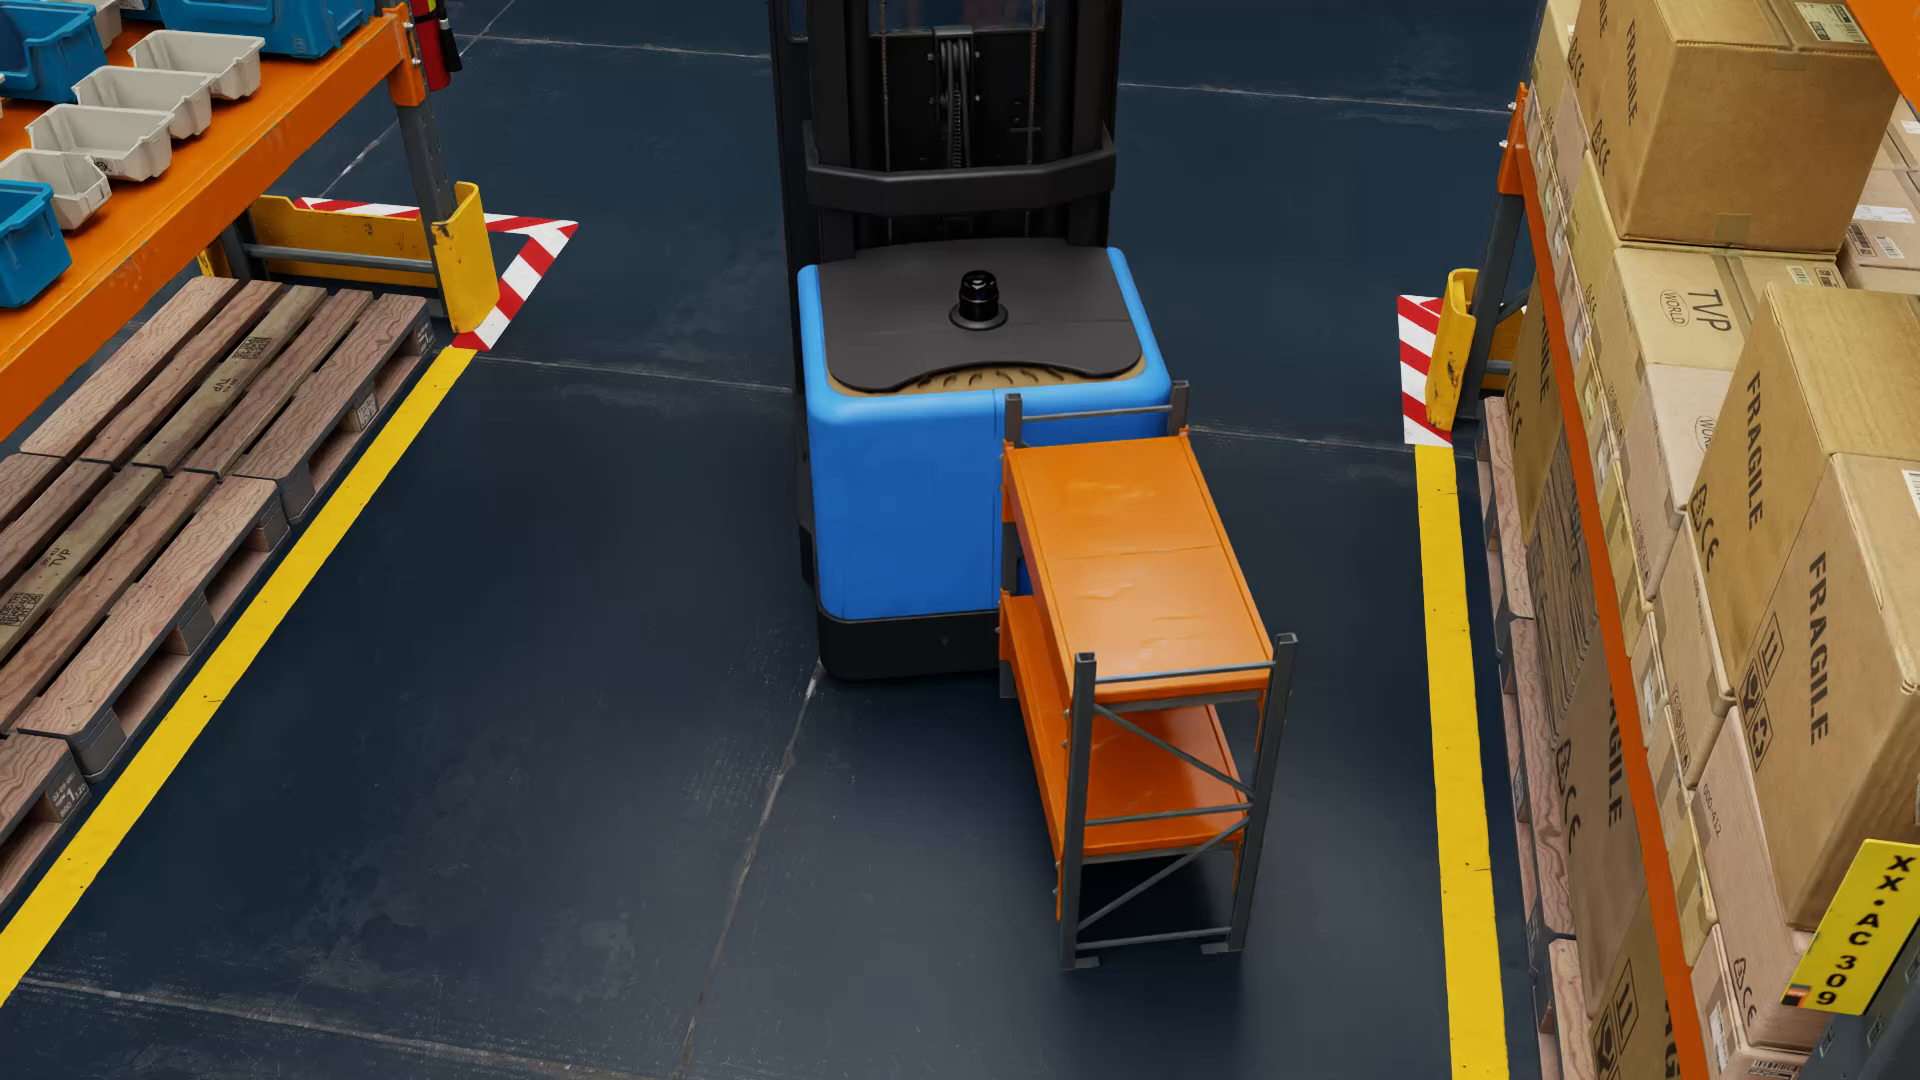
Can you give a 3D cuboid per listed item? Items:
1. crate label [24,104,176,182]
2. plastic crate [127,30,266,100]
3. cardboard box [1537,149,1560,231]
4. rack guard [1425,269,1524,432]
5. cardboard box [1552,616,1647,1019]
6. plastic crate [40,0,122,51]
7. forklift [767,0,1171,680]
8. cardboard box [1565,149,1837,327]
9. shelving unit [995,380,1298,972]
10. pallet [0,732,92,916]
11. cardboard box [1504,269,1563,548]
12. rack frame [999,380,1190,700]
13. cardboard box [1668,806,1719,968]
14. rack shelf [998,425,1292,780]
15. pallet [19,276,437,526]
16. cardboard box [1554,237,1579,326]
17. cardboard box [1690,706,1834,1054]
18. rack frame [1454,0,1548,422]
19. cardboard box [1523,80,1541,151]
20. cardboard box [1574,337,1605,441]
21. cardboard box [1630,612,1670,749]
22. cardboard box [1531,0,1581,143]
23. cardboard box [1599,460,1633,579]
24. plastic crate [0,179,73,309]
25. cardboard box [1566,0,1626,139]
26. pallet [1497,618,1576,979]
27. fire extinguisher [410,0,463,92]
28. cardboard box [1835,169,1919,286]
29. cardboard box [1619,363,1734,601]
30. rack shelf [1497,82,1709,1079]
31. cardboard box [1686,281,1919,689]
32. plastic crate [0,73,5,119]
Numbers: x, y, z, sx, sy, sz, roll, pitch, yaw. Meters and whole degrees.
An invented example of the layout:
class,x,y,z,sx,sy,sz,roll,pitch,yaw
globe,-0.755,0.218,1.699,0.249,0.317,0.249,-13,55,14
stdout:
class,x,y,z,sx,sy,sz,roll,pitch,yaw
crate label,-2.569,-1.178,4.981,0.396,0.136,0.243,6,40,8
plastic crate,-2.480,-1.536,5.413,0.396,0.136,0.243,6,40,8
cardboard box,1.888,-0.995,4.796,0.380,0.149,0.250,6,40,7
rack guard,2.365,-0.652,6.146,1.175,0.500,0.348,6,40,8
cardboard box,2.017,0.597,4.011,0.875,0.875,0.875,6,40,8
plastic crate,-3.021,-1.757,5.680,0.250,0.136,0.298,6,40,8
forklift,-0.074,-1.632,5.424,1.130,2.935,3.031,-4,40,-5
cardboard box,1.838,-0.743,4.179,0.500,0.250,0.500,5,40,6
shelving unit,0.438,0.351,4.443,0.538,1.125,1.048,-5,40,-6
pallet,-3.120,0.973,4.407,1.003,0.211,1.213,6,40,8
cardboard box,2.329,-0.532,5.378,0.875,0.875,0.875,6,40,8
rack frame,0.370,0.030,4.831,0.500,1.125,0.032,-5,40,-6
cardboard box,1.443,0.618,2.846,0.380,0.149,0.250,7,40,9
rack shelf,0.438,0.126,4.256,0.538,0.278,1.000,-5,40,-6
pallet,-2.698,-0.558,6.259,1.003,0.211,1.213,6,40,8
cardboard box,1.799,-0.672,4.405,0.380,0.149,0.250,6,40,7
cardboard box,1.487,0.548,2.618,0.500,0.250,0.500,6,40,7
rack frame,2.361,-1.600,5.331,1.000,3.000,0.127,6,40,8
cardboard box,1.974,-1.317,5.186,0.380,0.149,0.250,7,40,8
cardboard box,1.710,-0.351,4.018,0.380,0.149,0.250,5,40,7
cardboard box,1.532,0.296,3.235,0.380,0.149,0.250,7,40,9
cardboard box,2.012,-1.385,4.956,0.500,0.250,0.500,5,40,6
cardboard box,1.621,-0.027,3.625,0.380,0.149,0.250,6,40,7
plastic crate,-2.620,-0.787,4.433,0.416,0.233,0.300,6,40,8
cardboard box,1.925,-1.360,4.337,0.500,0.500,0.500,5,40,7
pallet,2.086,0.749,4.679,1.003,0.211,1.213,6,40,8
fire extinguisher,-2.044,-2.017,6.189,0.296,0.674,0.183,6,40,8
cardboard box,2.362,-0.686,4.109,0.500,0.250,0.500,5,40,6
cardboard box,1.662,-0.098,3.398,0.500,0.250,0.500,7,40,9
rack shelf,2.015,-0.067,4.042,1.077,0.370,4.000,6,40,8
cardboard box,1.576,-0.067,2.773,0.500,0.500,0.500,7,40,8
plastic crate,-3.139,-1.331,5.166,0.250,0.136,0.298,6,40,8
